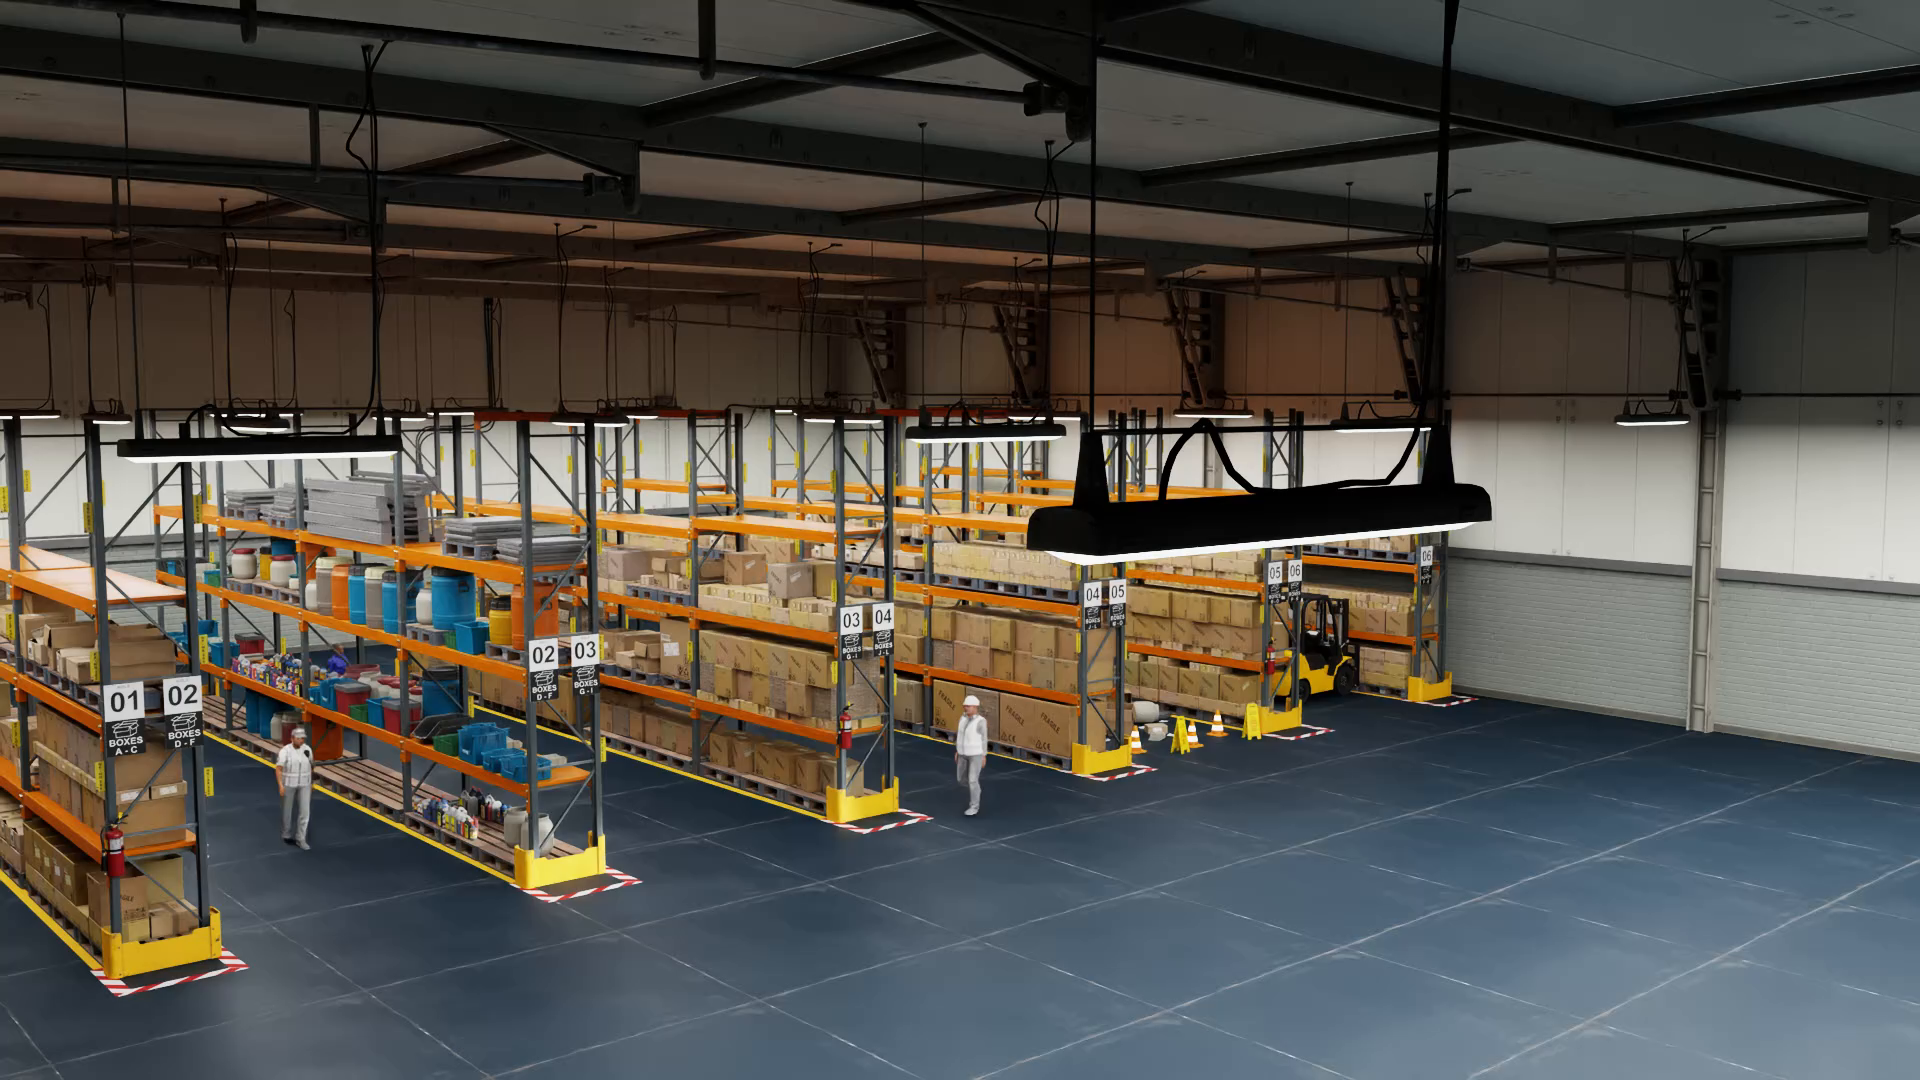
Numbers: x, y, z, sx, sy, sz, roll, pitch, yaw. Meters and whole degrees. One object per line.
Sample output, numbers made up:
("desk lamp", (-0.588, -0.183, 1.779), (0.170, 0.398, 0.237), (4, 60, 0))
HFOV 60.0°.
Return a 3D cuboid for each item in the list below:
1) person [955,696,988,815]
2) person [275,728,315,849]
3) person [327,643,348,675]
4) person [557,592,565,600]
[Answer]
("person", (0.198, 3.232, 25.197), (0.528, 1.771, 0.680), (4, 7, 41))
("person", (-9.335, 3.473, 23.399), (0.560, 1.655, 0.756), (-4, 6, -39))
("person", (-11.783, 2.740, 31.685), (1.039, 1.596, 0.558), (4, 6, 35))
("person", (-9.741, 1.943, 40.022), (0.529, 1.732, 1.121), (-1, 5, -12))
